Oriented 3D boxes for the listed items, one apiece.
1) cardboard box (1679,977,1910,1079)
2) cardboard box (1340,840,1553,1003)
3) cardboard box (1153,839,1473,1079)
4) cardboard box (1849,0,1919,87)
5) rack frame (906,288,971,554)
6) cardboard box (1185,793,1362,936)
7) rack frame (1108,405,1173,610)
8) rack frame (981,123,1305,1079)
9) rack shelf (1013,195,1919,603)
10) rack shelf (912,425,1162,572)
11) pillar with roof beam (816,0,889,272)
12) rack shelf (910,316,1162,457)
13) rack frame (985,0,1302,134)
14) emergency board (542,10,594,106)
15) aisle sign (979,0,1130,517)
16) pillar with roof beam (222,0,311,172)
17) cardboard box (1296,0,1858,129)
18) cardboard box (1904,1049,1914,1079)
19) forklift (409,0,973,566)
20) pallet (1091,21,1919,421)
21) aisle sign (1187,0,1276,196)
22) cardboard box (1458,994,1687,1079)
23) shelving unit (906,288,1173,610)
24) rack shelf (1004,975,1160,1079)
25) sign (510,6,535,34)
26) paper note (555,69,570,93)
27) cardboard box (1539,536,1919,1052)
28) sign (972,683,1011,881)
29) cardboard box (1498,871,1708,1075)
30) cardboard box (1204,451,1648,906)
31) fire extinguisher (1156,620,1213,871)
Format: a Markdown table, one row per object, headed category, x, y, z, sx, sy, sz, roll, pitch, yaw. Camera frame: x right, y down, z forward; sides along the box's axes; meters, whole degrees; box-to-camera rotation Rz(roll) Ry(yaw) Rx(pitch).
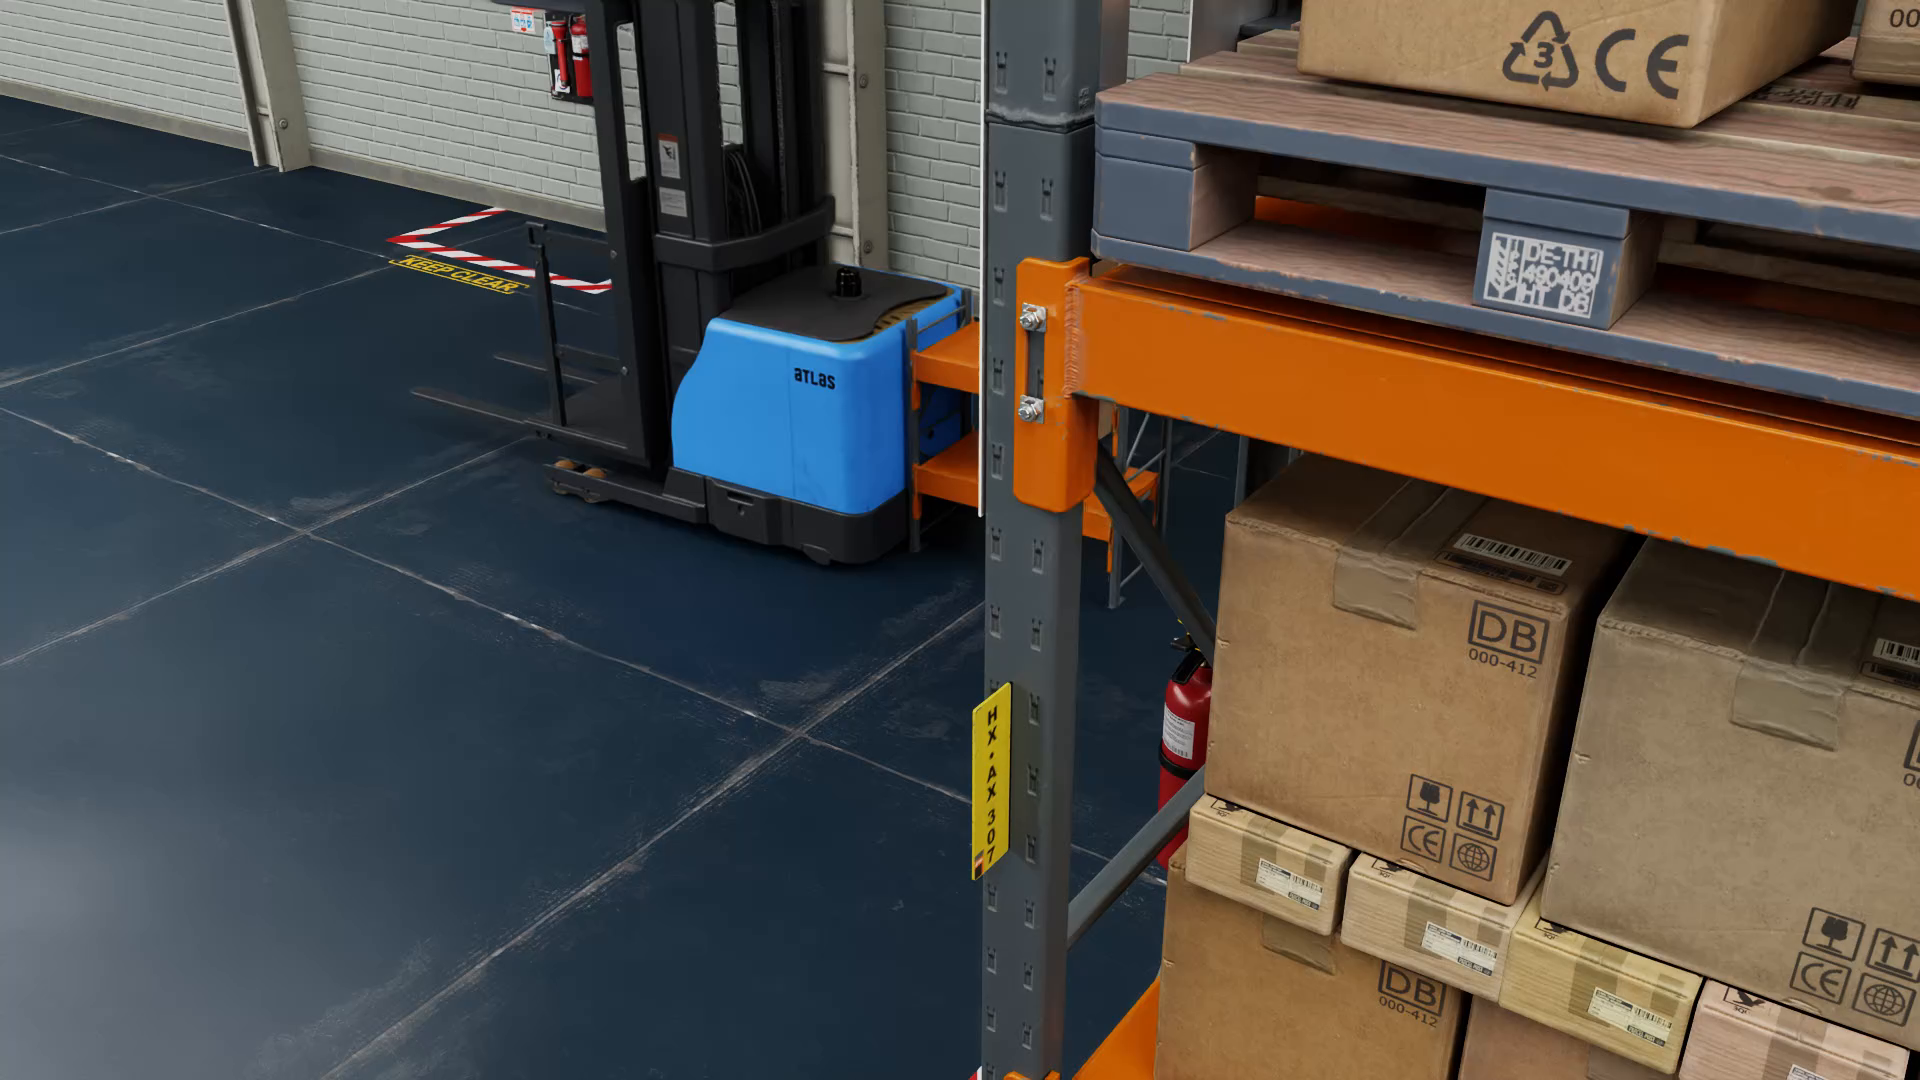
| category | x | y | z | sx | sy | sz | roll | pitch | yaw |
| --- | --- | --- | --- | --- | --- | --- | --- | --- | --- |
| cardboard box | 1.201 | 0.646 | 2.348 | 0.250 | 0.149 | 0.380 | 17 | 31 | 30 |
| cardboard box | 0.789 | 0.516 | 2.604 | 0.250 | 0.149 | 0.380 | 16 | 31 | 29 |
| cardboard box | 0.746 | 0.682 | 2.993 | 0.500 | 0.500 | 0.700 | 17 | 32 | 30 |
| cardboard box | 1.467 | -0.721 | 2.100 | 0.500 | 0.250 | 0.500 | 17 | 32 | 30 |
| rack frame | -0.090 | -0.538 | 7.566 | 0.032 | 1.125 | 0.500 | 15 | 31 | 27 |
| cardboard box | 0.570 | 0.449 | 2.735 | 0.250 | 0.149 | 0.380 | 17 | 32 | 30 |
| rack frame | 0.782 | -0.300 | 7.099 | 0.032 | 1.125 | 0.500 | 15 | 31 | 27 |
| rack frame | 0.369 | 0.601 | 3.261 | 0.127 | 3.000 | 1.000 | 17 | 32 | 30 |
| rack shelf | 2.017 | 0.099 | 1.735 | 4.000 | 0.370 | 1.077 | 17 | 32 | 30 |
| rack shelf | 0.346 | -0.201 | 7.444 | 1.000 | 0.278 | 0.538 | 15 | 31 | 27 |
| pillar with roof beam | -3.146 | -4.000 | 5.688 | 0.400 | 9.000 | 9.100 | 17 | 32 | 30 |
| rack shelf | 0.346 | -0.680 | 7.200 | 1.000 | 0.278 | 0.538 | 15 | 31 | 27 |
| rack frame | 0.369 | -2.072 | 1.900 | 0.127 | 3.000 | 1.000 | 17 | 32 | 30 |
| emergency board | -2.724 | -3.585 | 11.487 | 0.643 | 1.169 | 0.194 | 17 | 32 | 30 |
| aisle sign | 0.141 | -0.459 | 2.479 | 0.004 | 0.787 | 0.394 | 17 | 32 | 30 |
| pillar with roof beam | -8.092 | -5.541 | 8.716 | 0.400 | 9.000 | 9.100 | 17 | 32 | 30 |
| cardboard box | 0.840 | -0.882 | 2.137 | 0.637 | 0.503 | 0.797 | 20 | 33 | 34 |
| cardboard box | 1.588 | 0.944 | 2.477 | 0.500 | 0.500 | 0.700 | 18 | 32 | 31 |
| forklift | -1.454 | -1.673 | 7.807 | 3.031 | 2.935 | 1.130 | 15 | 31 | 27 |
| pallet | 0.937 | -0.505 | 2.225 | 1.213 | 0.211 | 1.003 | 17 | 32 | 30 |
| aisle sign | 0.481 | -0.684 | 2.920 | 0.004 | 0.787 | 0.394 | 17 | 32 | 30 |
| cardboard box | 1.182 | 0.815 | 2.732 | 0.500 | 0.500 | 0.700 | 18 | 32 | 32 |
| shelving unit | 0.346 | -0.419 | 7.333 | 1.048 | 1.125 | 0.538 | 15 | 31 | 27 |
| rack shelf | 2.017 | 1.436 | 2.415 | 4.000 | 0.370 | 1.077 | 17 | 32 | 30 |
| sign | -3.121 | -3.781 | 11.833 | 0.234 | 0.329 | 0.001 | 17 | 32 | 30 |
| paper note | -2.831 | -3.263 | 11.827 | 0.142 | 0.148 | 0.016 | 17 | 32 | 30 |
| cardboard box | 1.227 | 0.250 | 2.411 | 0.500 | 0.500 | 0.700 | 16 | 31 | 29 |
| sign | 0.050 | 0.386 | 2.642 | 0.005 | 0.325 | 0.100 | 17 | 32 | 30 |
| cardboard box | 0.994 | 0.580 | 2.477 | 0.250 | 0.149 | 0.380 | 17 | 32 | 31 |
| cardboard box | 0.790 | 0.117 | 2.672 | 0.500 | 0.500 | 0.700 | 17 | 32 | 30 |
| fire extinguisher | 0.534 | 0.432 | 3.679 | 0.183 | 0.674 | 0.296 | 17 | 32 | 30 |
